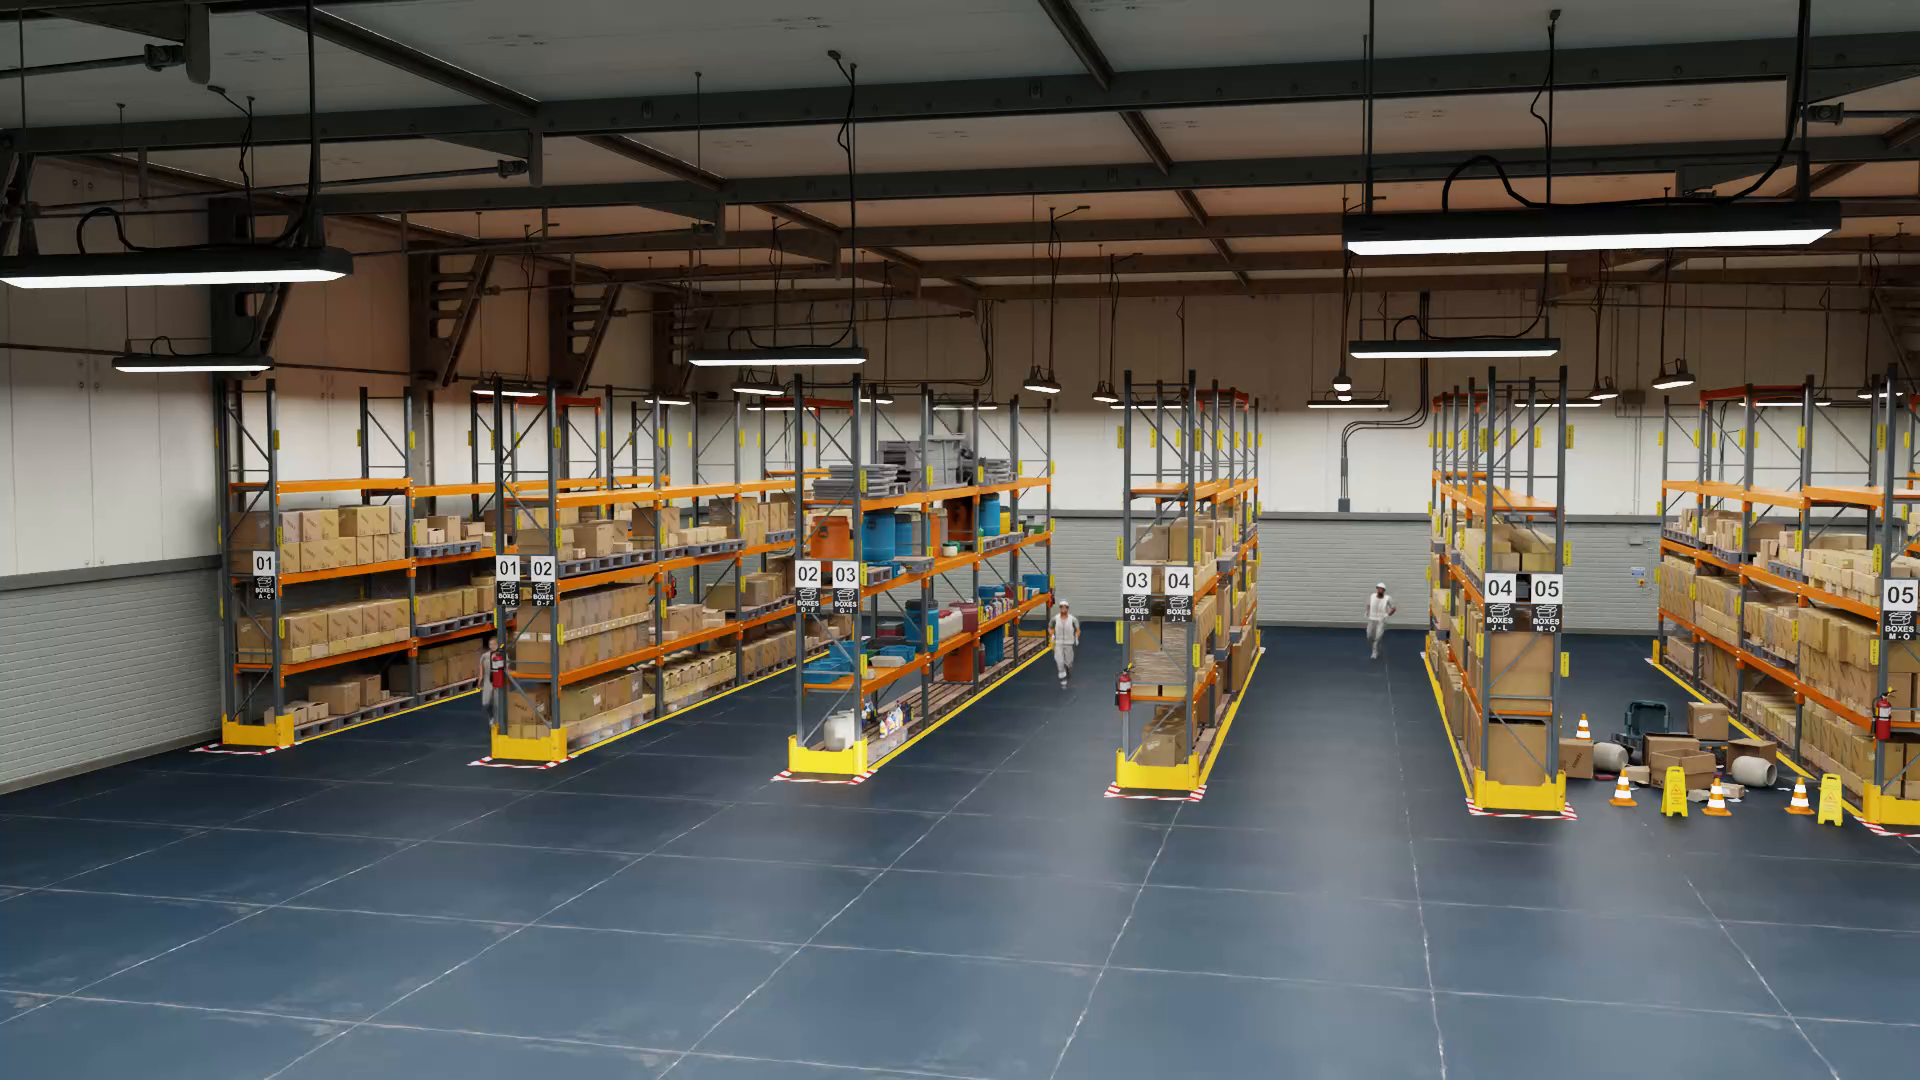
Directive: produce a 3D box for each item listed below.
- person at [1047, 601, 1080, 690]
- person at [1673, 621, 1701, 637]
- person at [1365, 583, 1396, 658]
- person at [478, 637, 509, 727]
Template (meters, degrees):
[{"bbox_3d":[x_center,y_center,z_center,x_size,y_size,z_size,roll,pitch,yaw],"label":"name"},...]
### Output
[{"bbox_3d":[2.060,2.081,33.067,0.655,1.751,0.690,0,3,6],"label":"person"},{"bbox_3d":[17.534,1.720,40.039,0.762,1.835,0.625,-1,3,-9],"label":"person"},{"bbox_3d":[9.668,1.847,38.250,0.709,1.733,0.573,2,4,34],"label":"person"},{"bbox_3d":[-8.000,2.476,28.481,0.547,1.625,0.639,0,3,-3],"label":"person"}]
